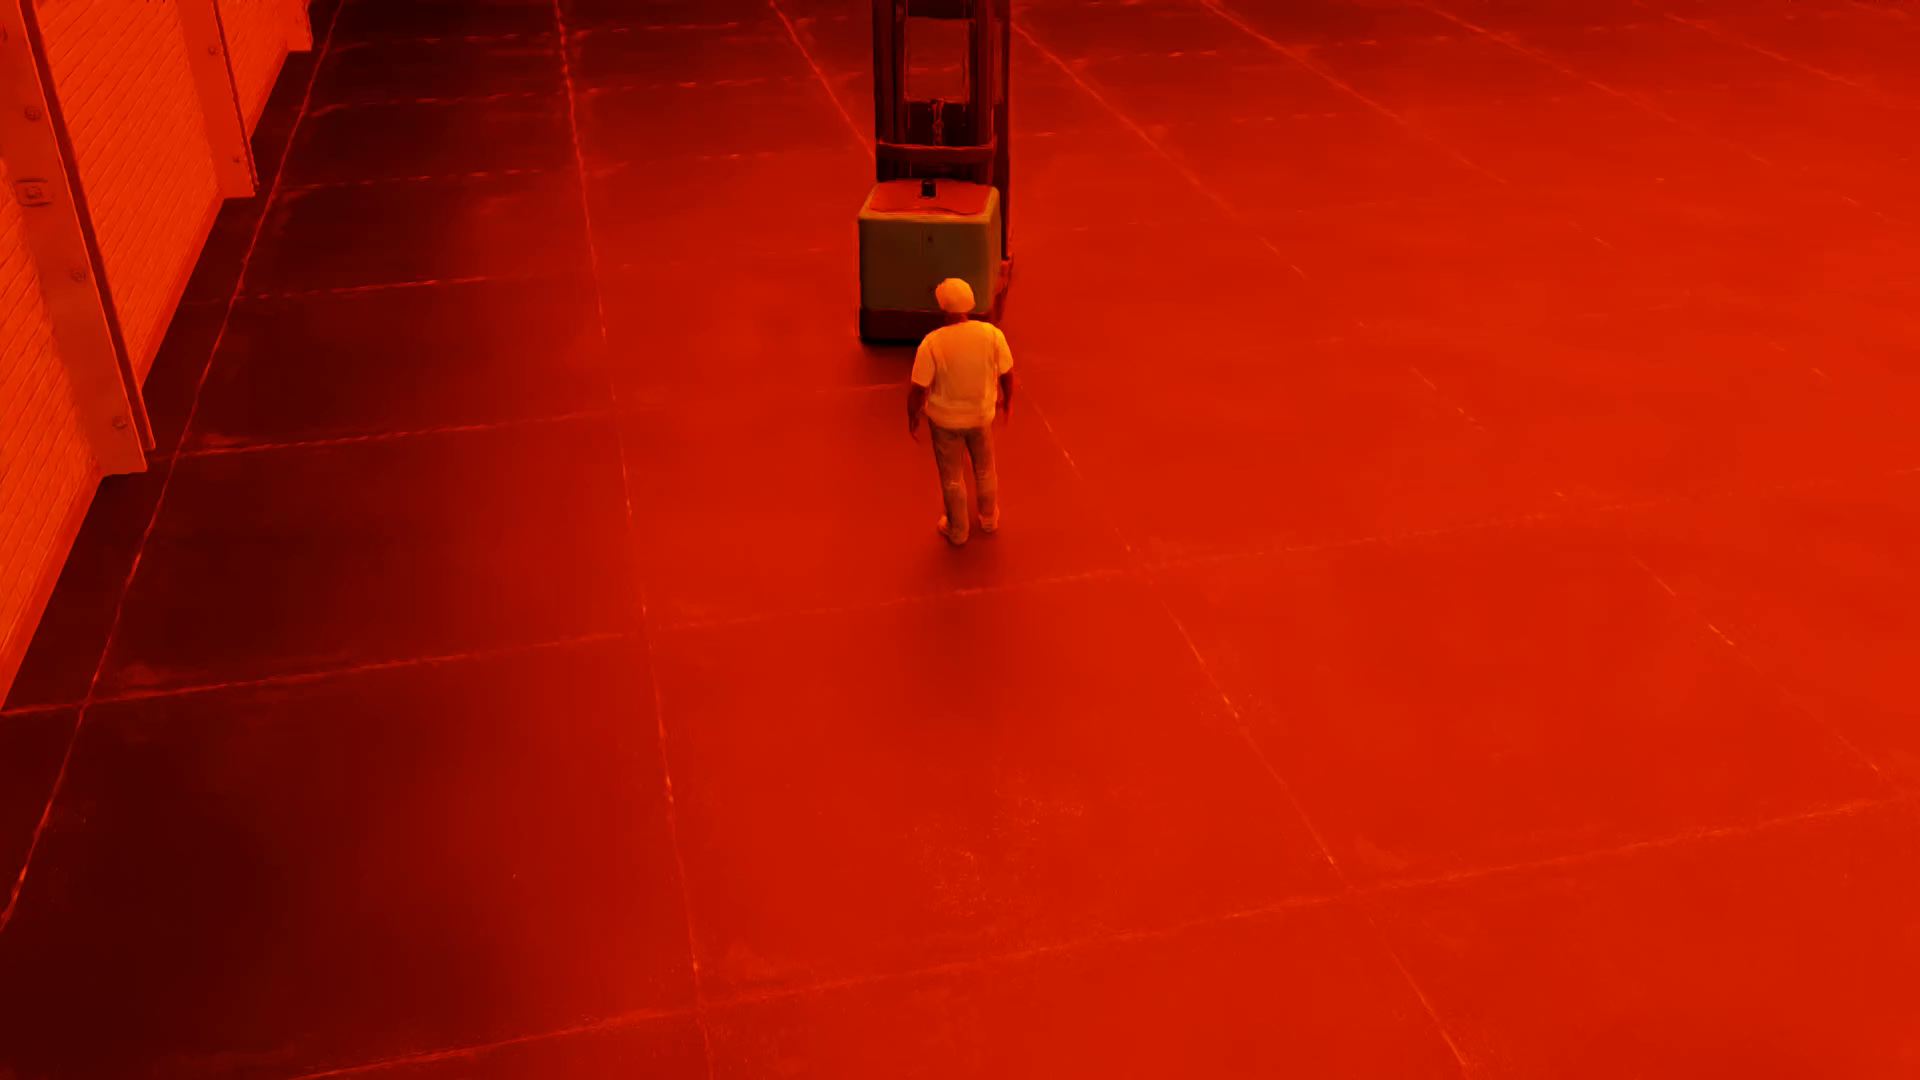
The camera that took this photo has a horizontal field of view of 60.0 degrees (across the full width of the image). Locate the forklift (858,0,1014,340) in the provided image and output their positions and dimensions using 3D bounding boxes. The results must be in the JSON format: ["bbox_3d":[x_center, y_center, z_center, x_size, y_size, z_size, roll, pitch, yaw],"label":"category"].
[{"bbox_3d":[-0.118,-3.536,13.682,1.130,2.935,3.031,3,30,6],"label":"forklift"}]

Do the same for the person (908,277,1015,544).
[{"bbox_3d":[-0.011,-0.805,10.114,0.665,1.766,0.576,-7,31,-12],"label":"person"}]
